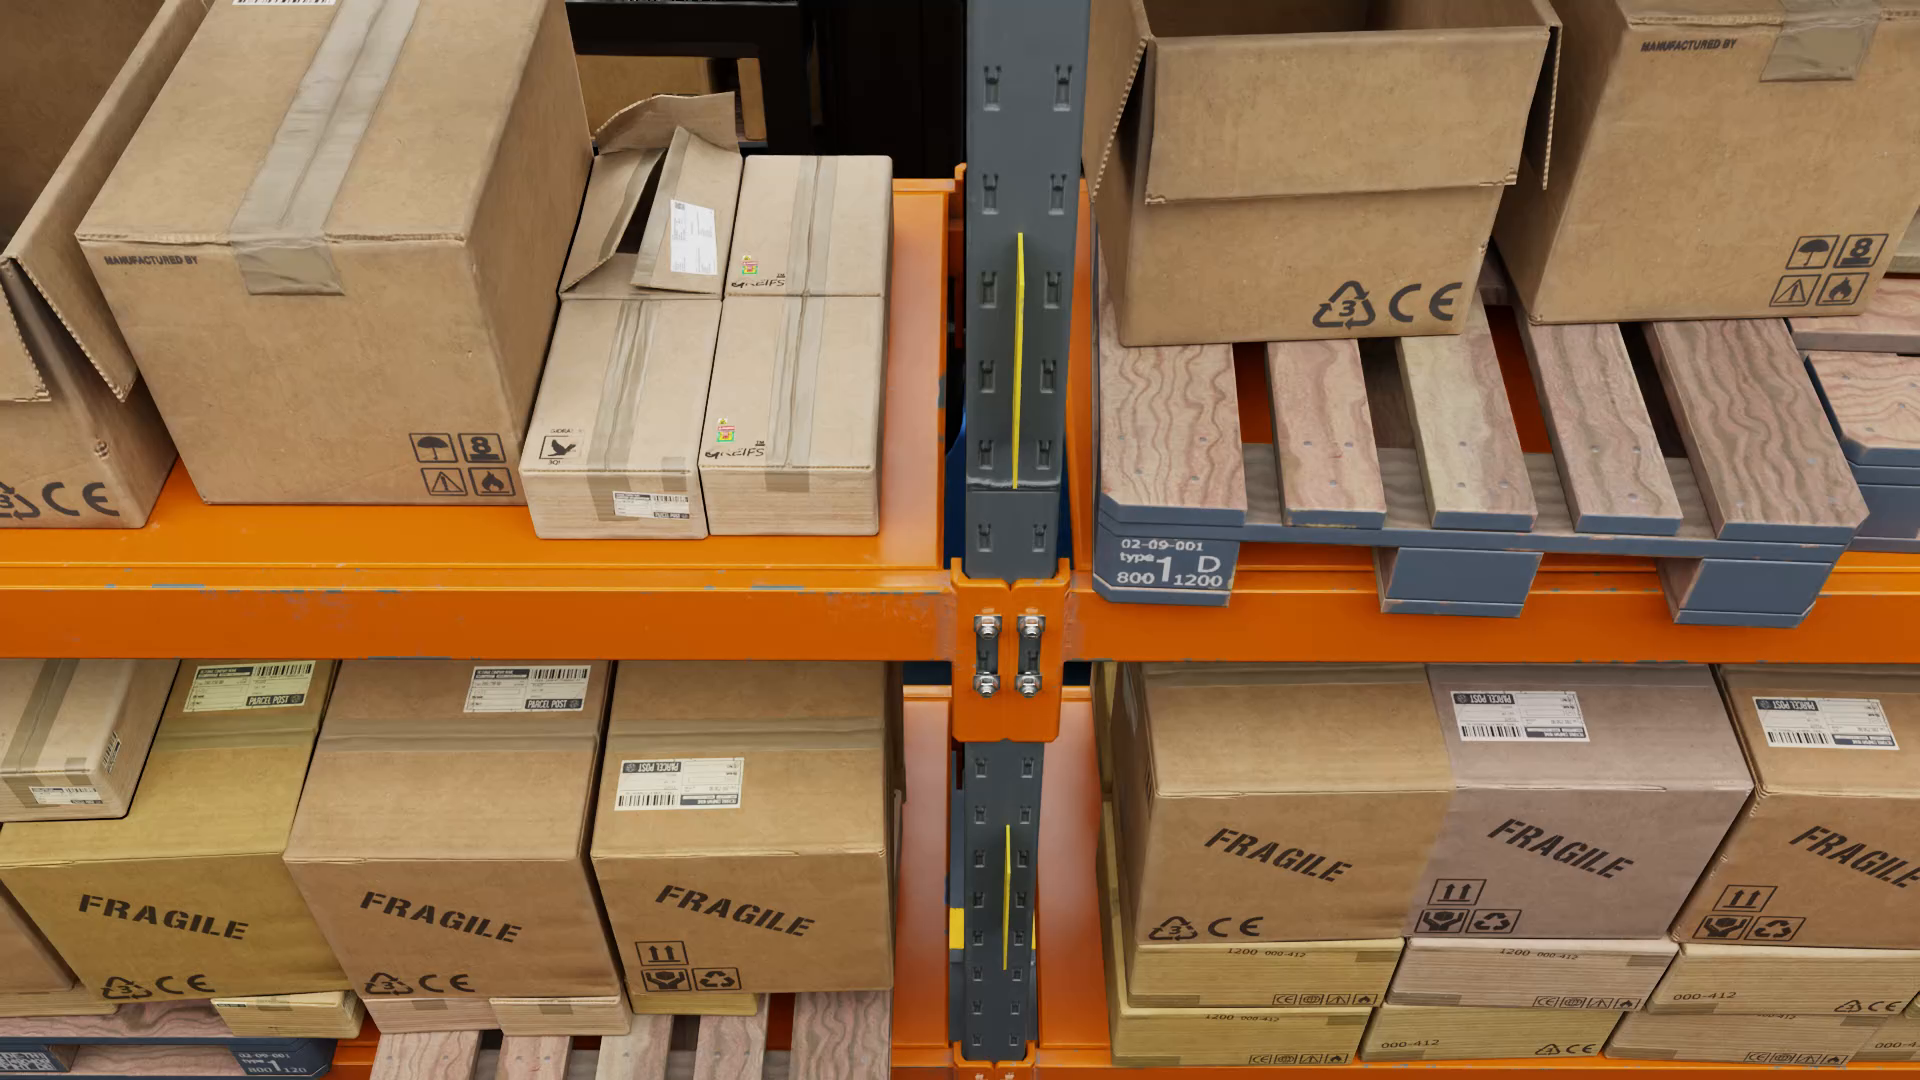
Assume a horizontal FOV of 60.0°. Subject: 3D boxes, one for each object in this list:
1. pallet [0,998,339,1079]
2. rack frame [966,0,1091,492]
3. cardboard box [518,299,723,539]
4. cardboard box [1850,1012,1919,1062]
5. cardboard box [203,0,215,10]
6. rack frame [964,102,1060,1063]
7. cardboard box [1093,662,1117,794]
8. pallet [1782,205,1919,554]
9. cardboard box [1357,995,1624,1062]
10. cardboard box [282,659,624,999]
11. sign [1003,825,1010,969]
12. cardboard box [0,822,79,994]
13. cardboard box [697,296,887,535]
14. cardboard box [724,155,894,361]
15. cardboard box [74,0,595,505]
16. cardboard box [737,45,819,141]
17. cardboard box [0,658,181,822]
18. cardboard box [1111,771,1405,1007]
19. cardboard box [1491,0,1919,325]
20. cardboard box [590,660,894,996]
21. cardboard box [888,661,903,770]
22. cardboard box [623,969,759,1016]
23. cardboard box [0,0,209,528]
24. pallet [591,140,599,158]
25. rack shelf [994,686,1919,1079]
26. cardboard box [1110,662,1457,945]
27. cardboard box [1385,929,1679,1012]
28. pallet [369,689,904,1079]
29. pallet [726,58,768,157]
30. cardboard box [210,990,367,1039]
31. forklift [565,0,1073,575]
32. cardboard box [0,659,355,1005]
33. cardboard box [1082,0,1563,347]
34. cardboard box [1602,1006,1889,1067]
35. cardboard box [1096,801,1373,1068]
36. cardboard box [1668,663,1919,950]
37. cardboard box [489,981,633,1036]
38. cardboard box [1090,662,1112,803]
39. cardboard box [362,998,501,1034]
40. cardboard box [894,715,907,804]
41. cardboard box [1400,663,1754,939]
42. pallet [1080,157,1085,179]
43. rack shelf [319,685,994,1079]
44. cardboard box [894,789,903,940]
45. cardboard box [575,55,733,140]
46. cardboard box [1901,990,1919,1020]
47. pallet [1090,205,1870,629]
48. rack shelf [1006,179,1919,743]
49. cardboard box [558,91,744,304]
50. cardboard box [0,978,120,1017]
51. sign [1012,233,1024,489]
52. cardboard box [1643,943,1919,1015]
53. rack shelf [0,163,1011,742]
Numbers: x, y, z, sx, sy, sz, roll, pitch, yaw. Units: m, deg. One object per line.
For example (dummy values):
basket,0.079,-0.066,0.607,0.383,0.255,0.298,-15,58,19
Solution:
pallet,-1.907,0.682,3.697,1.213,0.211,1.003,0,47,0
rack frame,0.073,-1.452,1.454,0.127,3.000,1.000,0,47,0
cardboard box,-0.491,-0.187,2.497,0.250,0.149,0.380,0,47,0
cardboard box,2.093,0.821,3.539,0.500,0.250,0.500,0,47,0
cardboard box,-3.389,-2.484,7.762,0.750,0.750,1.050,0,47,0
rack frame,0.073,0.592,3.650,0.127,3.000,1.000,0,47,0
cardboard box,0.558,0.288,3.694,0.500,0.250,0.500,0,47,0
pallet,1.835,-0.402,2.655,1.213,0.211,1.003,2,47,2
cardboard box,1.075,0.817,3.543,0.500,0.250,0.500,-1,47,-1
cardboard box,-0.900,0.522,3.156,0.500,0.500,0.500,-1,47,0
sign,0.080,0.621,2.885,0.005,0.325,0.100,0,47,0
cardboard box,-1.950,0.519,3.159,0.500,0.500,0.500,-2,47,-1
cardboard box,-0.243,-0.192,2.502,0.250,0.149,0.380,0,47,0
cardboard box,-0.241,-0.470,2.761,0.250,0.149,0.380,0,47,0
cardboard box,-0.875,-0.474,2.525,0.500,0.500,0.700,0,47,0
cardboard box,-0.618,-2.476,7.755,0.750,0.750,1.050,0,47,0
cardboard box,-1.564,0.294,2.925,0.250,0.149,0.380,-2,47,-2
cardboard box,0.579,0.655,3.352,0.500,0.250,0.500,0,47,0
cardboard box,1.064,-0.744,2.489,0.500,0.500,0.700,-2,47,-2
cardboard box,-0.383,0.515,3.163,0.500,0.500,0.500,-1,47,-1
cardboard box,-0.376,0.143,3.510,0.500,0.500,0.500,-1,47,-1
cardboard box,-0.524,0.758,3.380,0.250,0.149,0.380,1,47,1
cardboard box,-1.452,-0.449,2.499,0.637,0.503,0.797,0,47,0
pallet,-2.015,-2.145,8.102,1.213,0.211,1.003,0,47,0
rack shelf,2.073,0.842,3.908,4.000,0.370,1.077,0,47,0
cardboard box,0.565,0.397,3.080,0.500,0.500,0.500,-1,47,-1
cardboard box,1.096,0.657,3.350,0.500,0.250,0.500,1,47,1
pallet,-0.640,0.733,3.649,1.003,0.211,1.213,0,47,0
pallet,-0.798,-2.139,8.097,1.213,0.211,1.003,0,47,0
cardboard box,-1.303,0.793,3.348,0.250,0.149,0.380,1,47,1
forklift,-0.688,-1.013,5.191,3.031,2.935,1.130,1,47,1
cardboard box,-1.404,0.522,3.157,0.500,0.500,0.500,-3,47,-3
cardboard box,0.451,-0.718,2.462,0.637,0.503,0.797,-2,47,-2
cardboard box,1.600,0.822,3.538,0.500,0.250,0.500,2,47,1
cardboard box,0.561,0.828,3.532,0.500,0.250,0.500,-1,47,-1
cardboard box,1.579,0.404,3.073,0.500,0.500,0.500,1,47,1
cardboard box,-0.776,0.790,3.350,0.250,0.149,0.380,0,47,0
cardboard box,0.580,0.454,3.881,0.500,0.250,0.500,-1,47,-1
cardboard box,-1.028,0.783,3.356,0.250,0.149,0.380,-2,47,-2
cardboard box,-0.251,0.397,3.716,0.250,0.149,0.380,-2,47,-2
cardboard box,1.061,0.392,3.085,0.500,0.500,0.500,0,47,0
pallet,0.772,-2.079,8.041,1.213,0.211,1.003,0,47,0
rack shelf,-1.927,0.831,3.918,4.000,0.370,1.077,0,47,0
cardboard box,-0.256,0.706,3.429,0.250,0.149,0.380,2,47,2
cardboard box,-1.492,-2.476,7.755,0.750,0.750,1.050,1,47,1
cardboard box,2.101,0.678,3.330,0.500,0.250,0.500,1,47,1
pallet,0.717,-0.403,2.656,1.003,0.211,1.213,2,47,2
rack shelf,2.073,-0.180,2.810,4.000,0.370,1.077,0,47,0
cardboard box,-0.497,-0.511,2.719,0.258,0.266,0.396,0,47,0
cardboard box,-1.805,0.759,3.379,0.250,0.149,0.380,-1,47,-1
sign,0.069,-0.209,1.993,0.005,0.325,0.100,0,47,0
cardboard box,1.594,0.667,3.341,0.500,0.250,0.500,0,47,0
rack shelf,-1.927,-0.191,2.820,4.000,0.370,1.077,0,47,0
